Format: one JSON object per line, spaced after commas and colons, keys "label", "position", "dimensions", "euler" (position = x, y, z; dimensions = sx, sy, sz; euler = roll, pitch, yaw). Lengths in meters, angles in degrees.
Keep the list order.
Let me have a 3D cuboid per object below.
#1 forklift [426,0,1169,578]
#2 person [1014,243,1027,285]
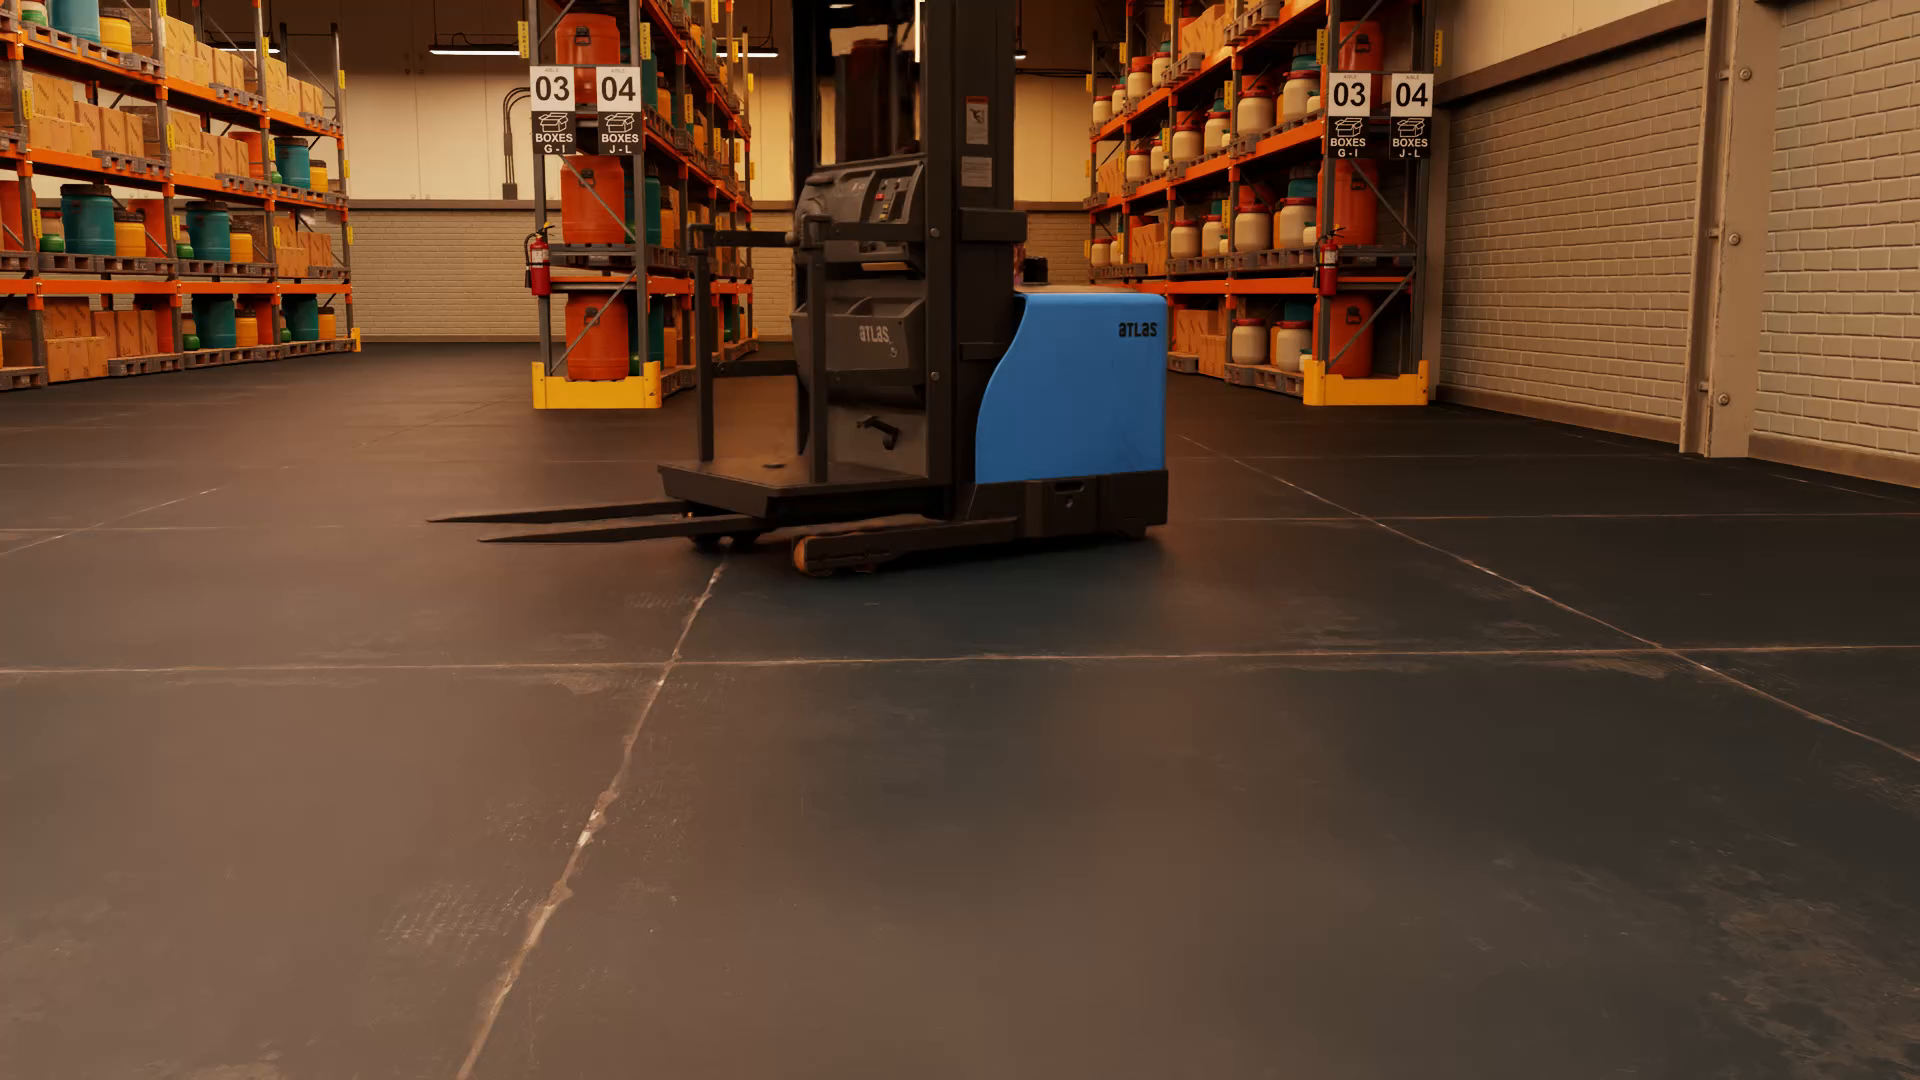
{"label": "forklift", "position": [-0.592, -1.392, 6.706], "dimensions": [3.031, 2.935, 1.130], "euler": [-6, 10, -33]}
{"label": "person", "position": [0.354, -1.018, 9.504], "dimensions": [1.103, 1.369, 0.601], "euler": [-8, 12, -43]}
